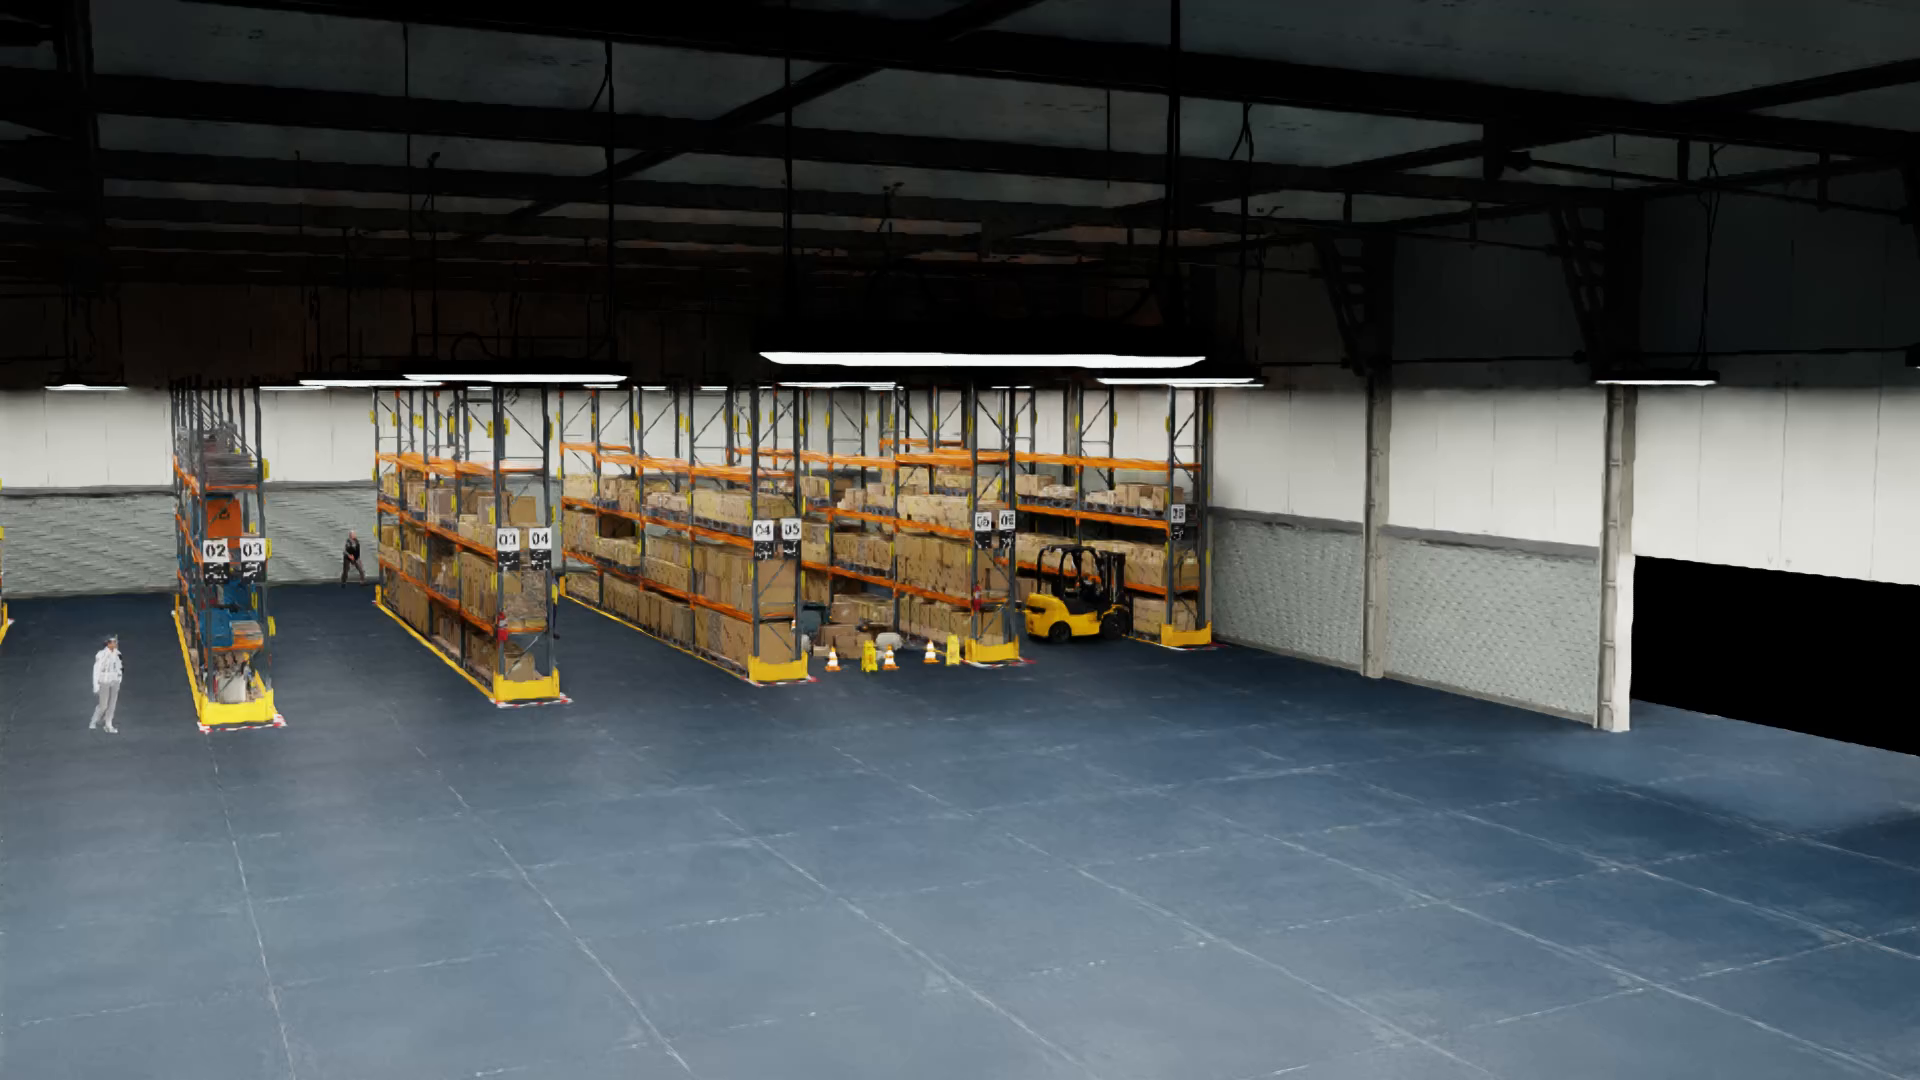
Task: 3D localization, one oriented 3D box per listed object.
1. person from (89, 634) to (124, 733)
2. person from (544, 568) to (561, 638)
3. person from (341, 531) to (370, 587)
[{"bbox_3d":[-14.399,2.410,28.027,0.521,1.659,0.533,2,6,26],"label":"person"},{"bbox_3d":[-9.551,1.434,38.867,0.578,1.657,0.445,4,6,37],"label":"person"},{"bbox_3d":[-17.811,0.556,48.723,0.800,1.656,0.682,5,7,43],"label":"person"}]
